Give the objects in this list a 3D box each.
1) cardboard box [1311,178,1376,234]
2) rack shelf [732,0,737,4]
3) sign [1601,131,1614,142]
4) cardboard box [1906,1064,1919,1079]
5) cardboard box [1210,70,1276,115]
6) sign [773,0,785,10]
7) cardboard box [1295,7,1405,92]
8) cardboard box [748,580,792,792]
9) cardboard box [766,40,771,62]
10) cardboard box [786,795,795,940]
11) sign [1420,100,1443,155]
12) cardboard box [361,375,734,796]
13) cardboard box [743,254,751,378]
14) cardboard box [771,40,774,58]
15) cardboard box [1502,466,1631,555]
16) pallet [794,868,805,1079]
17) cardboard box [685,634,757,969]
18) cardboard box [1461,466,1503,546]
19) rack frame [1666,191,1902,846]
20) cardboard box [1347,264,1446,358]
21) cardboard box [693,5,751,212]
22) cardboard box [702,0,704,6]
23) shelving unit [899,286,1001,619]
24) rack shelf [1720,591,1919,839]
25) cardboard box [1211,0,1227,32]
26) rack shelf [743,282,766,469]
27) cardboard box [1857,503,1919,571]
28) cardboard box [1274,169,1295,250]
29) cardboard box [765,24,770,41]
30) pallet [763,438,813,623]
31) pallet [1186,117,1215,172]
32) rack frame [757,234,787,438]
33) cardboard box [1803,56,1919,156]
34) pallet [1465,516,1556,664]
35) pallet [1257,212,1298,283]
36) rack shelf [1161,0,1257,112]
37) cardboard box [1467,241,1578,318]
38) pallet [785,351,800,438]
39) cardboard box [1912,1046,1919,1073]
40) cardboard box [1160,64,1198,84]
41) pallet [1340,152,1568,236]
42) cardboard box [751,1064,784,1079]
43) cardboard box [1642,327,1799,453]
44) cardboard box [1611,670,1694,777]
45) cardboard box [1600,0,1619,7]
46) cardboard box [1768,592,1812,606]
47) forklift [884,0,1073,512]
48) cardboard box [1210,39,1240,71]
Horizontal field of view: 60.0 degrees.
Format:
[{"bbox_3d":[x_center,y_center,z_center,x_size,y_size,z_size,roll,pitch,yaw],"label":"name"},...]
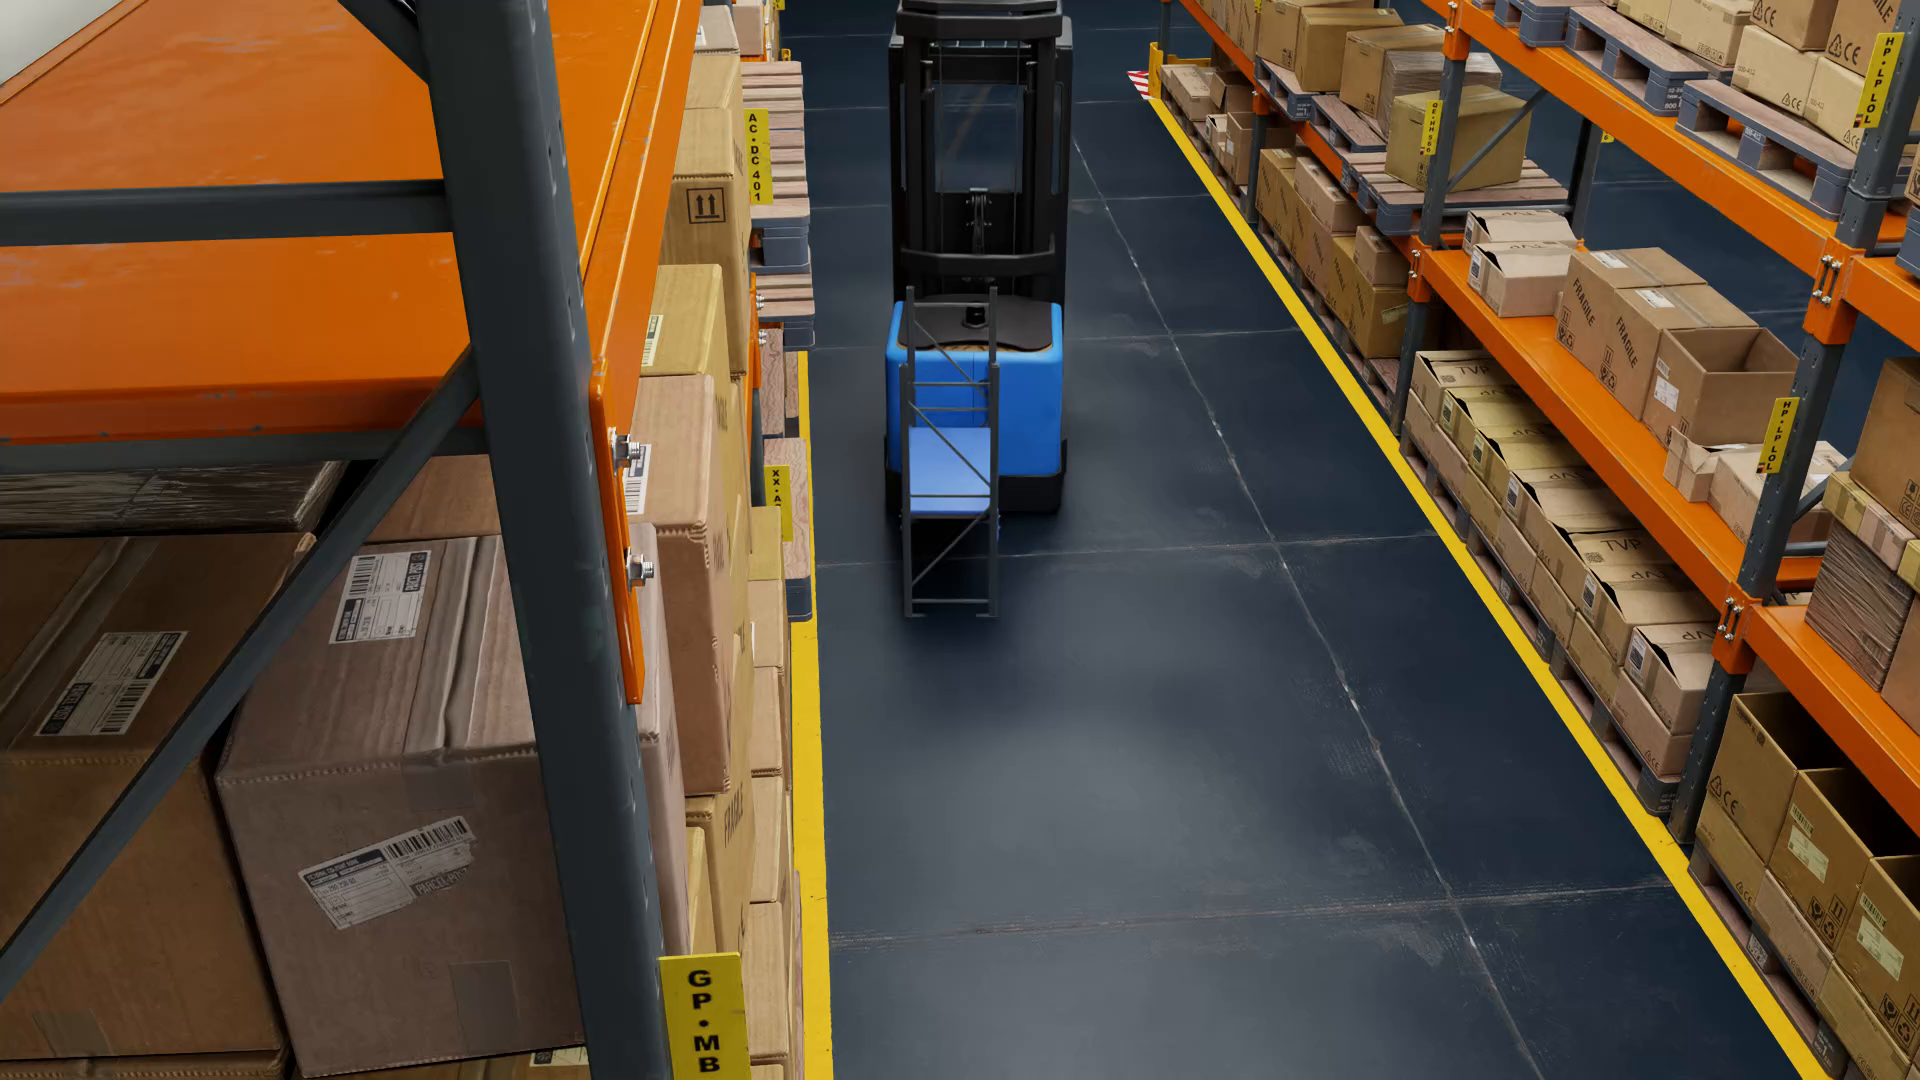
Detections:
[{"bbox_3d":[2.909,-2.468,12.234,0.500,0.250,0.500,-3,31,-6],"label":"cardboard box"},{"bbox_3d":[-1.406,-2.848,6.834,1.077,0.370,4.000,-3,31,-5],"label":"rack shelf"},{"bbox_3d":[3.891,-2.539,9.946,0.100,0.325,0.005,-3,31,-5],"label":"sign"},{"bbox_3d":[3.590,2.046,5.671,0.500,0.250,0.500,-3,31,-5],"label":"cardboard box"},{"bbox_3d":[2.785,-4.132,15.748,0.797,0.503,0.637,-3,31,-5],"label":"cardboard box"},{"bbox_3d":[-1.427,-4.311,12.990,0.100,0.325,0.005,-3,31,-5],"label":"sign"},{"bbox_3d":[2.914,-3.678,12.476,0.700,0.500,0.500,2,31,3],"label":"cardboard box"},{"bbox_3d":[-0.815,0.483,5.412,0.500,0.500,0.500,-3,31,-5],"label":"cardboard box"},{"bbox_3d":[-1.480,-3.049,10.791,0.500,0.250,0.500,-3,31,-4],"label":"cardboard box"},{"bbox_3d":[-0.772,1.062,5.174,0.500,0.250,0.500,-3,31,-5],"label":"cardboard box"},{"bbox_3d":[2.800,-2.446,9.868,0.100,0.325,0.005,-3,31,-5],"label":"sign"},{"bbox_3d":[-0.636,0.075,2.682,0.500,0.500,0.500,-3,31,-5],"label":"cardboard box"},{"bbox_3d":[-0.925,-0.824,5.162,0.500,0.500,0.500,-2,31,-3],"label":"cardboard box"},{"bbox_3d":[-1.576,-3.255,11.868,0.500,0.500,0.500,-3,31,-4],"label":"cardboard box"},{"bbox_3d":[3.247,-0.182,8.854,0.500,0.311,0.500,-3,31,-5],"label":"cardboard box"},{"bbox_3d":[-1.121,1.806,6.520,1.003,0.211,1.213,-3,31,-5],"label":"pallet"},{"bbox_3d":[-0.642,0.512,2.925,0.500,0.500,0.500,-1,31,-1],"label":"cardboard box"},{"bbox_3d":[3.198,-0.210,9.449,0.500,0.250,0.500,-4,31,-6],"label":"cardboard box"},{"bbox_3d":[3.713,0.029,6.777,1.000,3.000,0.127,-3,31,-5],"label":"rack frame"},{"bbox_3d":[3.018,-1.595,11.505,0.500,0.500,0.500,-2,31,-3],"label":"cardboard box"},{"bbox_3d":[-0.902,-1.258,4.913,0.500,0.500,0.500,-5,31,-9],"label":"cardboard box"},{"bbox_3d":[-1.306,-2.156,7.002,0.500,0.500,0.500,-4,31,-6],"label":"cardboard box"},{"bbox_3d":[-0.049,-0.487,9.102,0.538,1.500,1.048,0,31,0],"label":"shelving unit"},{"bbox_3d":[3.900,1.359,5.252,1.077,0.370,4.000,-3,31,-5],"label":"rack shelf"},{"bbox_3d":[2.563,-4.867,14.875,0.500,0.500,0.500,-2,31,-3],"label":"cardboard box"},{"bbox_3d":[-1.032,0.310,4.082,1.077,0.370,4.000,-3,31,-5],"label":"rack shelf"},{"bbox_3d":[3.569,-0.018,6.125,0.380,0.149,0.250,-2,31,-4],"label":"cardboard box"},{"bbox_3d":[2.829,-2.641,13.255,0.500,0.500,0.500,-2,31,-4],"label":"cardboard box"},{"bbox_3d":[-1.534,-3.309,11.227,0.500,0.250,0.500,-3,31,-6],"label":"cardboard box"},{"bbox_3d":[-1.146,-0.047,7.090,1.003,0.211,1.213,-3,31,-5],"label":"pallet"},{"bbox_3d":[2.785,-3.833,15.962,1.003,0.211,1.213,-3,31,-5],"label":"pallet"},{"bbox_3d":[-1.593,-1.774,9.795,1.000,3.000,0.127,-3,31,-5],"label":"rack frame"},{"bbox_3d":[3.665,-1.690,6.466,0.500,0.250,0.500,0,31,1],"label":"cardboard box"},{"bbox_3d":[3.488,0.227,9.164,1.003,0.211,1.213,-3,31,-5],"label":"pallet"},{"bbox_3d":[3.079,-2.445,13.638,1.003,0.211,1.213,-3,31,-5],"label":"pallet"},{"bbox_3d":[2.778,-4.768,15.509,1.077,0.370,4.000,-3,31,-5],"label":"rack shelf"},{"bbox_3d":[3.230,-1.509,9.439,0.500,0.311,0.500,-3,31,-5],"label":"cardboard box"},{"bbox_3d":[-1.591,-0.983,11.190,1.003,0.211,1.213,-3,31,-5],"label":"pallet"},{"bbox_3d":[3.587,1.724,5.478,0.500,0.500,0.500,-3,31,-5],"label":"cardboard box"},{"bbox_3d":[2.288,-4.833,17.267,0.380,0.149,0.250,-3,31,-5],"label":"cardboard box"},{"bbox_3d":[3.206,-2.274,10.819,1.213,0.211,1.003,-3,31,-5],"label":"pallet"},{"bbox_3d":[-0.627,1.533,3.654,0.500,0.500,0.500,-3,31,-4],"label":"cardboard box"},{"bbox_3d":[3.608,-0.676,7.859,0.500,0.500,0.500,-1,31,-1],"label":"cardboard box"},{"bbox_3d":[3.385,0.831,7.705,0.500,0.250,0.500,-3,31,-5],"label":"cardboard box"},{"bbox_3d":[3.504,-2.921,8.528,0.500,0.250,0.500,-2,31,-3],"label":"cardboard box"},{"bbox_3d":[3.881,0.309,8.032,0.500,0.311,0.500,-3,31,-5],"label":"cardboard box"},{"bbox_3d":[0.131,-2.148,10.489,1.130,2.935,3.031,1,31,2],"label":"forklift"},{"bbox_3d":[2.888,-4.948,17.117,0.500,0.500,0.500,-3,31,-5],"label":"cardboard box"}]
